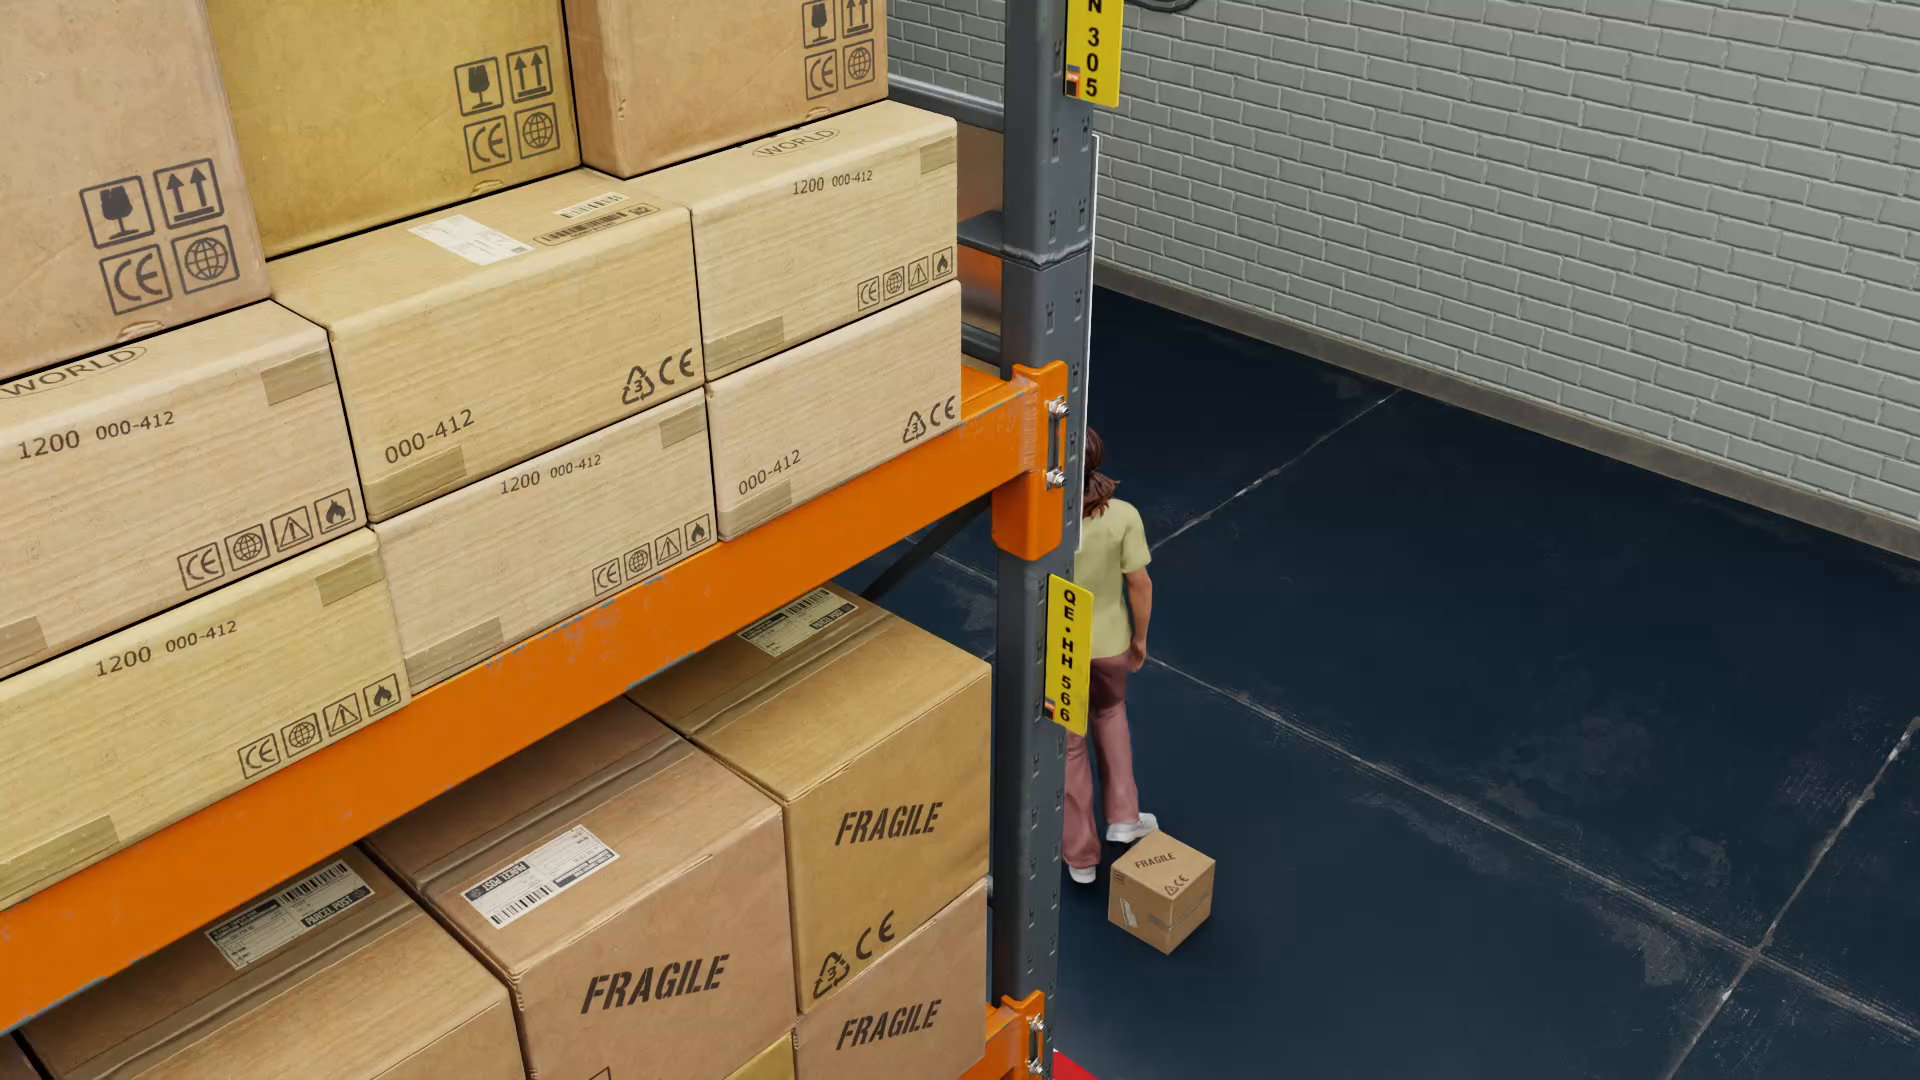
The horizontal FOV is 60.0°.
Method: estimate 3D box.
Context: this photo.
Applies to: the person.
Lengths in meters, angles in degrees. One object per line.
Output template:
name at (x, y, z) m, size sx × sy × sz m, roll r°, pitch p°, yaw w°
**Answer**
person at (0.432, 0.368, 5.491) m, size 0.576 × 1.661 × 0.447 m, roll -8°, pitch 32°, yaw -13°
